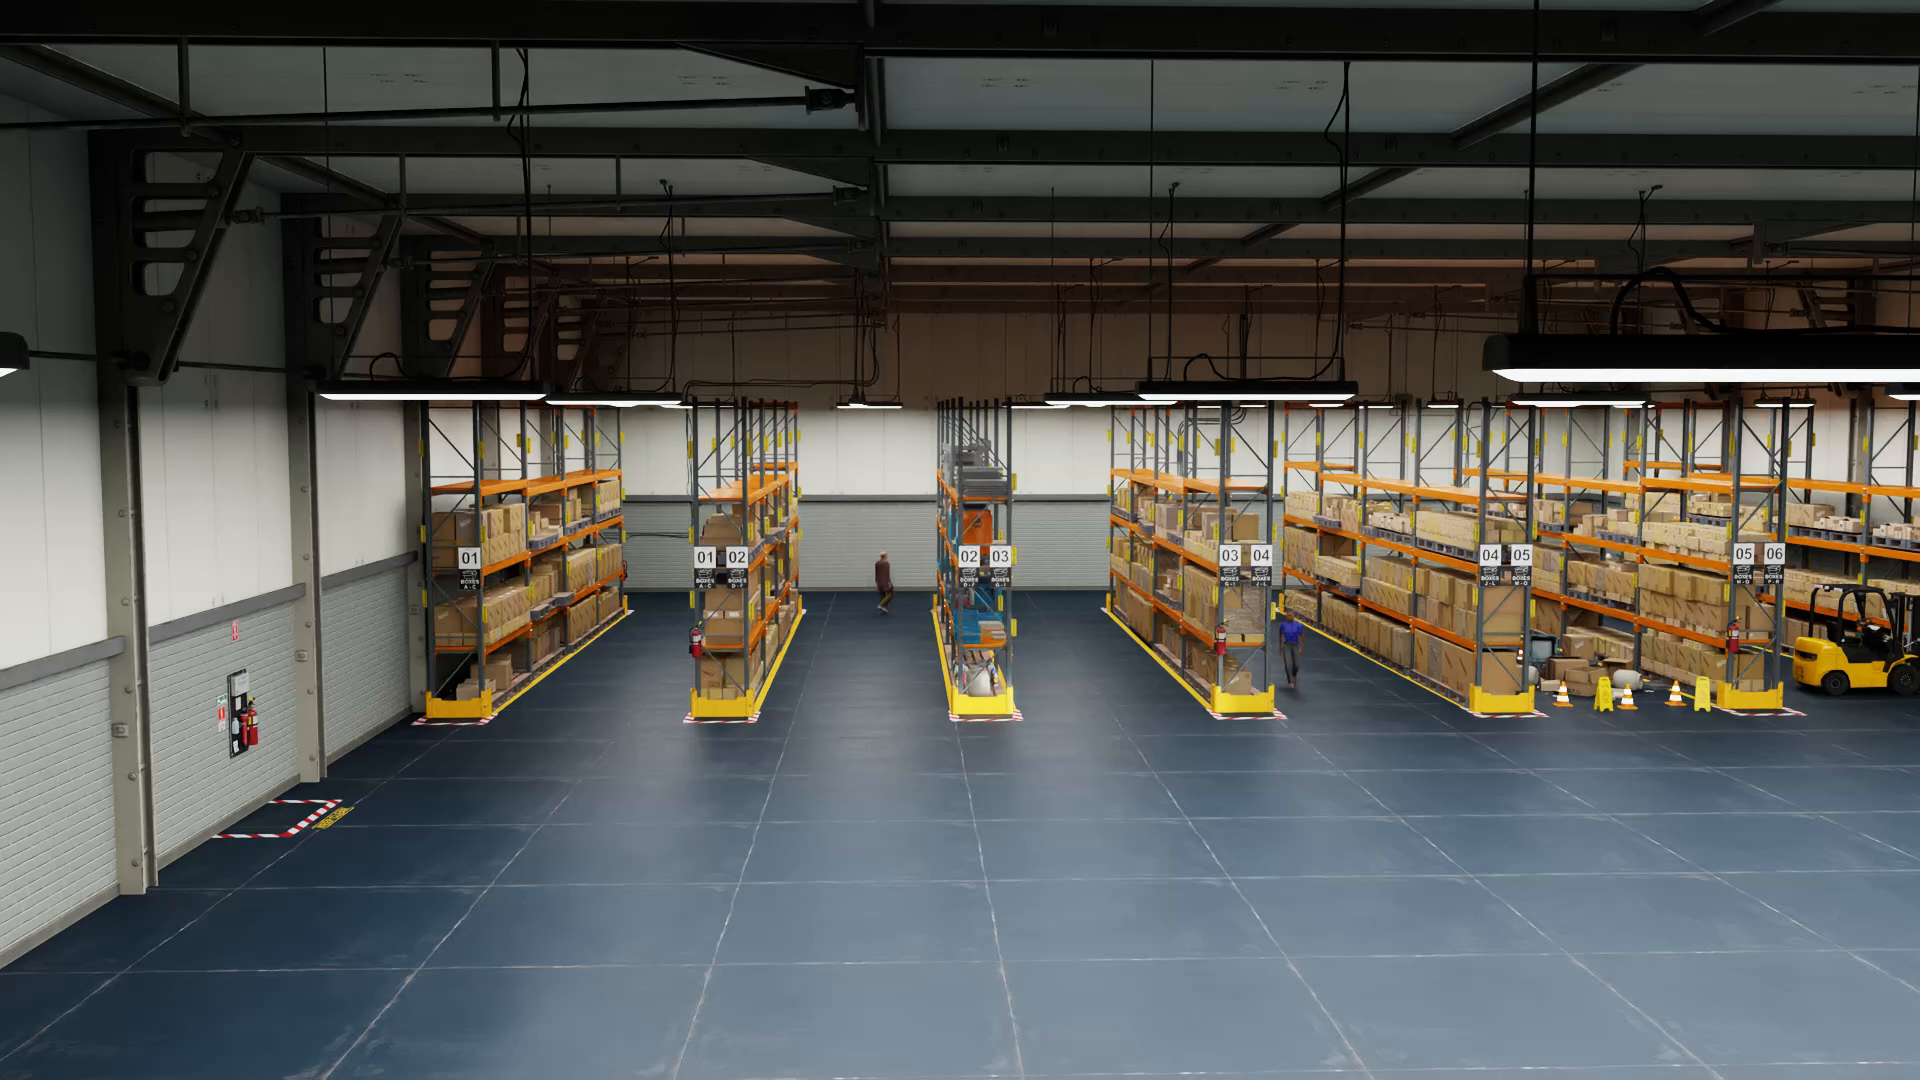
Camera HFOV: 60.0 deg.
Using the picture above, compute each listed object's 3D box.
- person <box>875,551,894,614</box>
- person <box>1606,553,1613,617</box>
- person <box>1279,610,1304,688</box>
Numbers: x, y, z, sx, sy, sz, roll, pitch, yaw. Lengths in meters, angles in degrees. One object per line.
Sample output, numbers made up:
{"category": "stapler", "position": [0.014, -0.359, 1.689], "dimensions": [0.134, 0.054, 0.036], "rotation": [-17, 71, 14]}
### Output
{"category": "person", "position": [-2.184, 1.206, 46.998], "dimensions": [0.562, 1.779, 0.627], "rotation": [-4, 6, -41]}
{"category": "person", "position": [17.968, 1.268, 46.219], "dimensions": [0.558, 1.786, 0.780], "rotation": [-4, 6, -40]}
{"category": "person", "position": [6.896, 2.244, 34.591], "dimensions": [0.507, 1.636, 0.559], "rotation": [1, 4, 11]}
